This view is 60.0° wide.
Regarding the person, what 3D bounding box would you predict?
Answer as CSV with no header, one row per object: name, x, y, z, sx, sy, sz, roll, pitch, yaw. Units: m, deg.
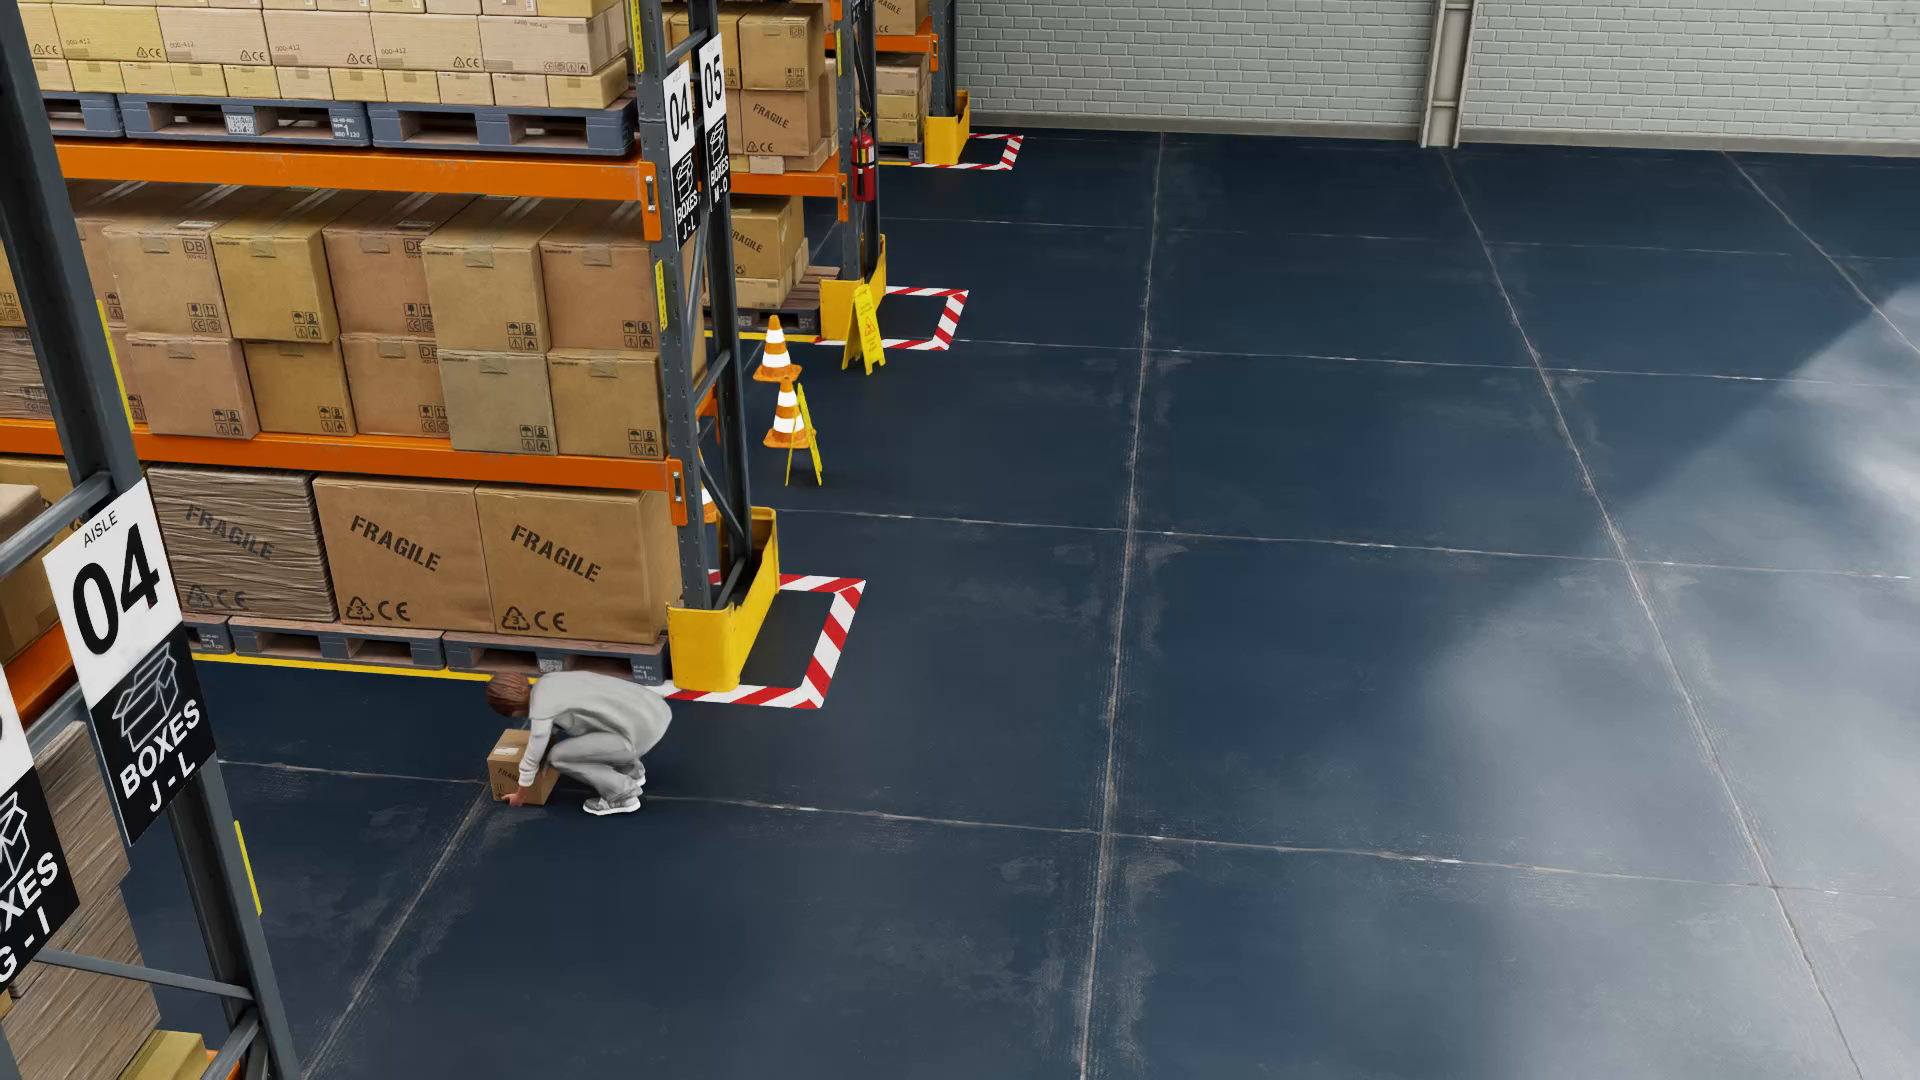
person,-1.791,0.955,7.900,0.850,0.707,0.422,3,29,5
